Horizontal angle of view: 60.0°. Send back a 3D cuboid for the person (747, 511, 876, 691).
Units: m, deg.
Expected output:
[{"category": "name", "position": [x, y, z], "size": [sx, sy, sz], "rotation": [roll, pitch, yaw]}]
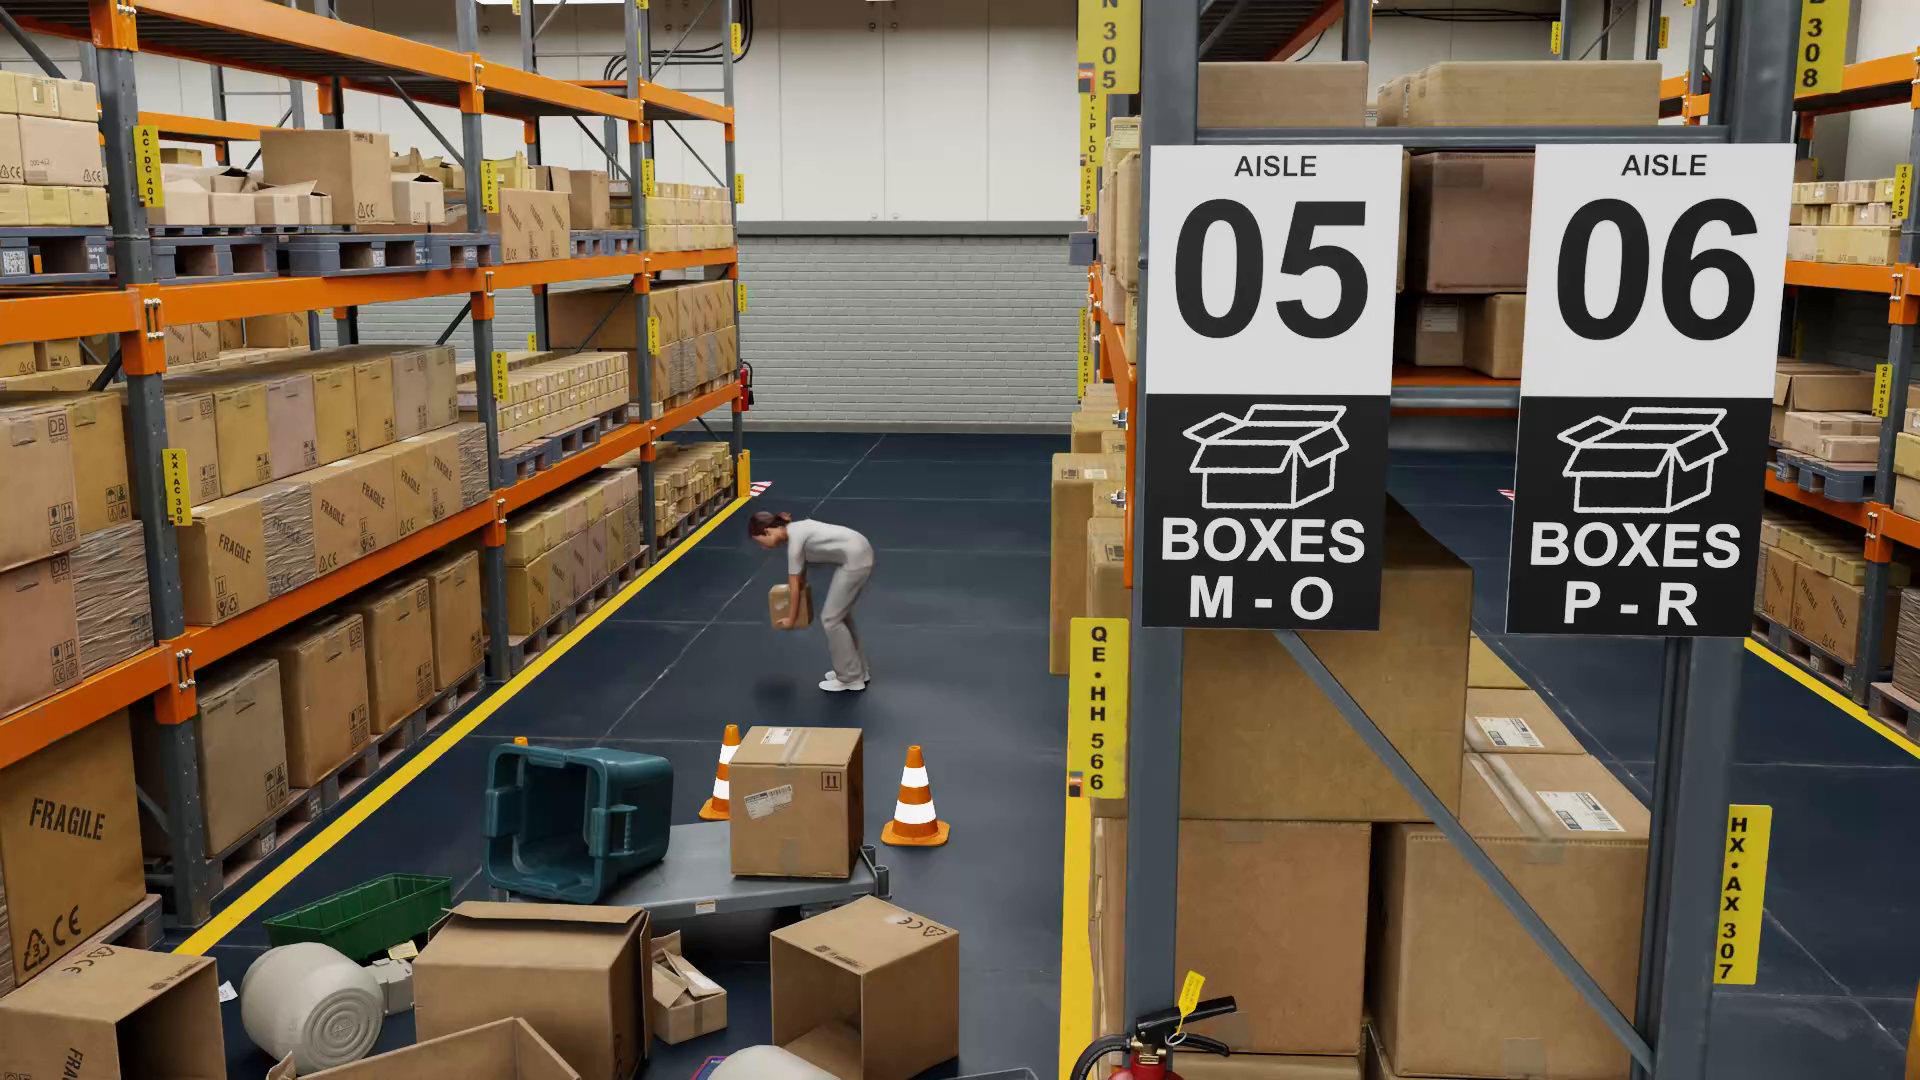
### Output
[{"category": "person", "position": [-0.991, 0.398, 11.145], "size": [0.853, 1.192, 0.417], "rotation": [0, 11, 2]}]
